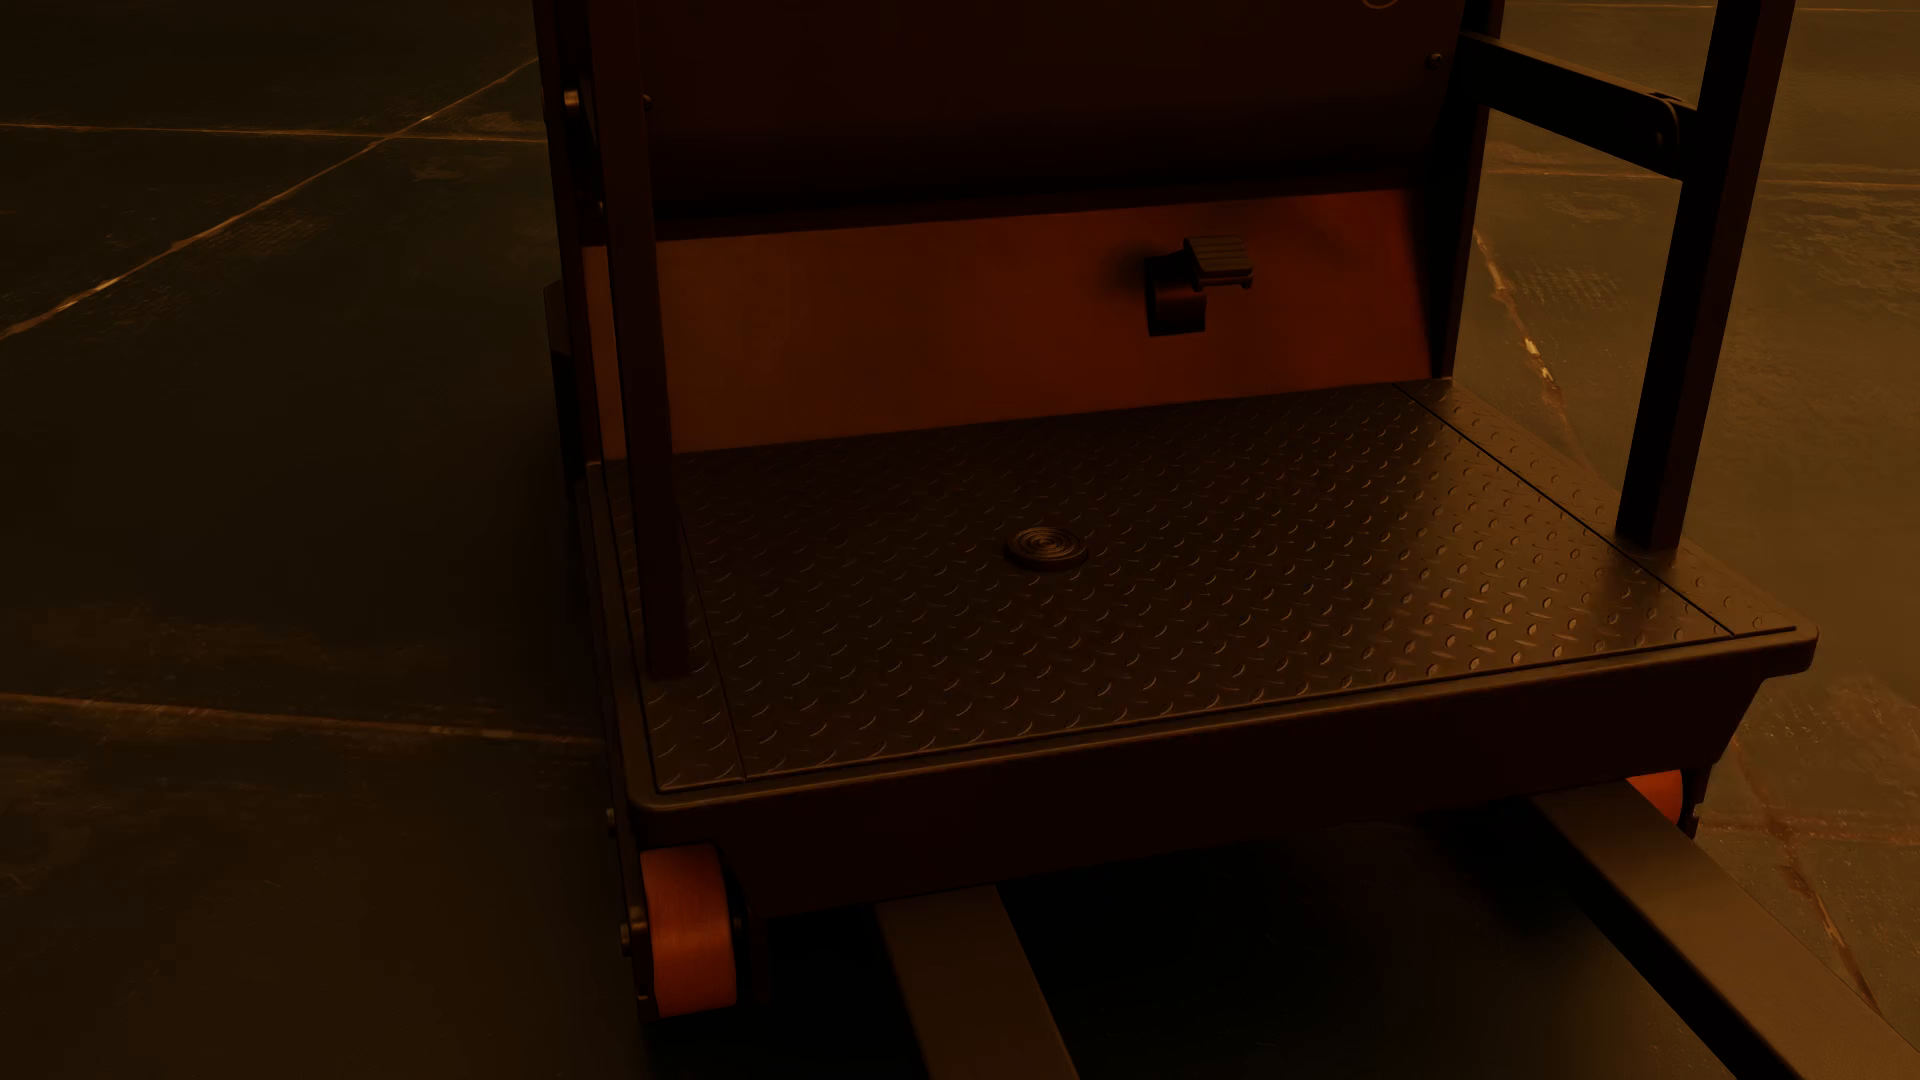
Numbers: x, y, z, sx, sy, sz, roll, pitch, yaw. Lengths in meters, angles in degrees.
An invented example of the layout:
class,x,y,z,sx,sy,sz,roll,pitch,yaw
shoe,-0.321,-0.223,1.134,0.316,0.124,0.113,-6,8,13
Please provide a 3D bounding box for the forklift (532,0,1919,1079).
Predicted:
class,x,y,z,sx,sy,sz,roll,pitch,yaw
forklift,0.153,-1.049,1.319,1.130,2.935,3.031,-7,27,-13
